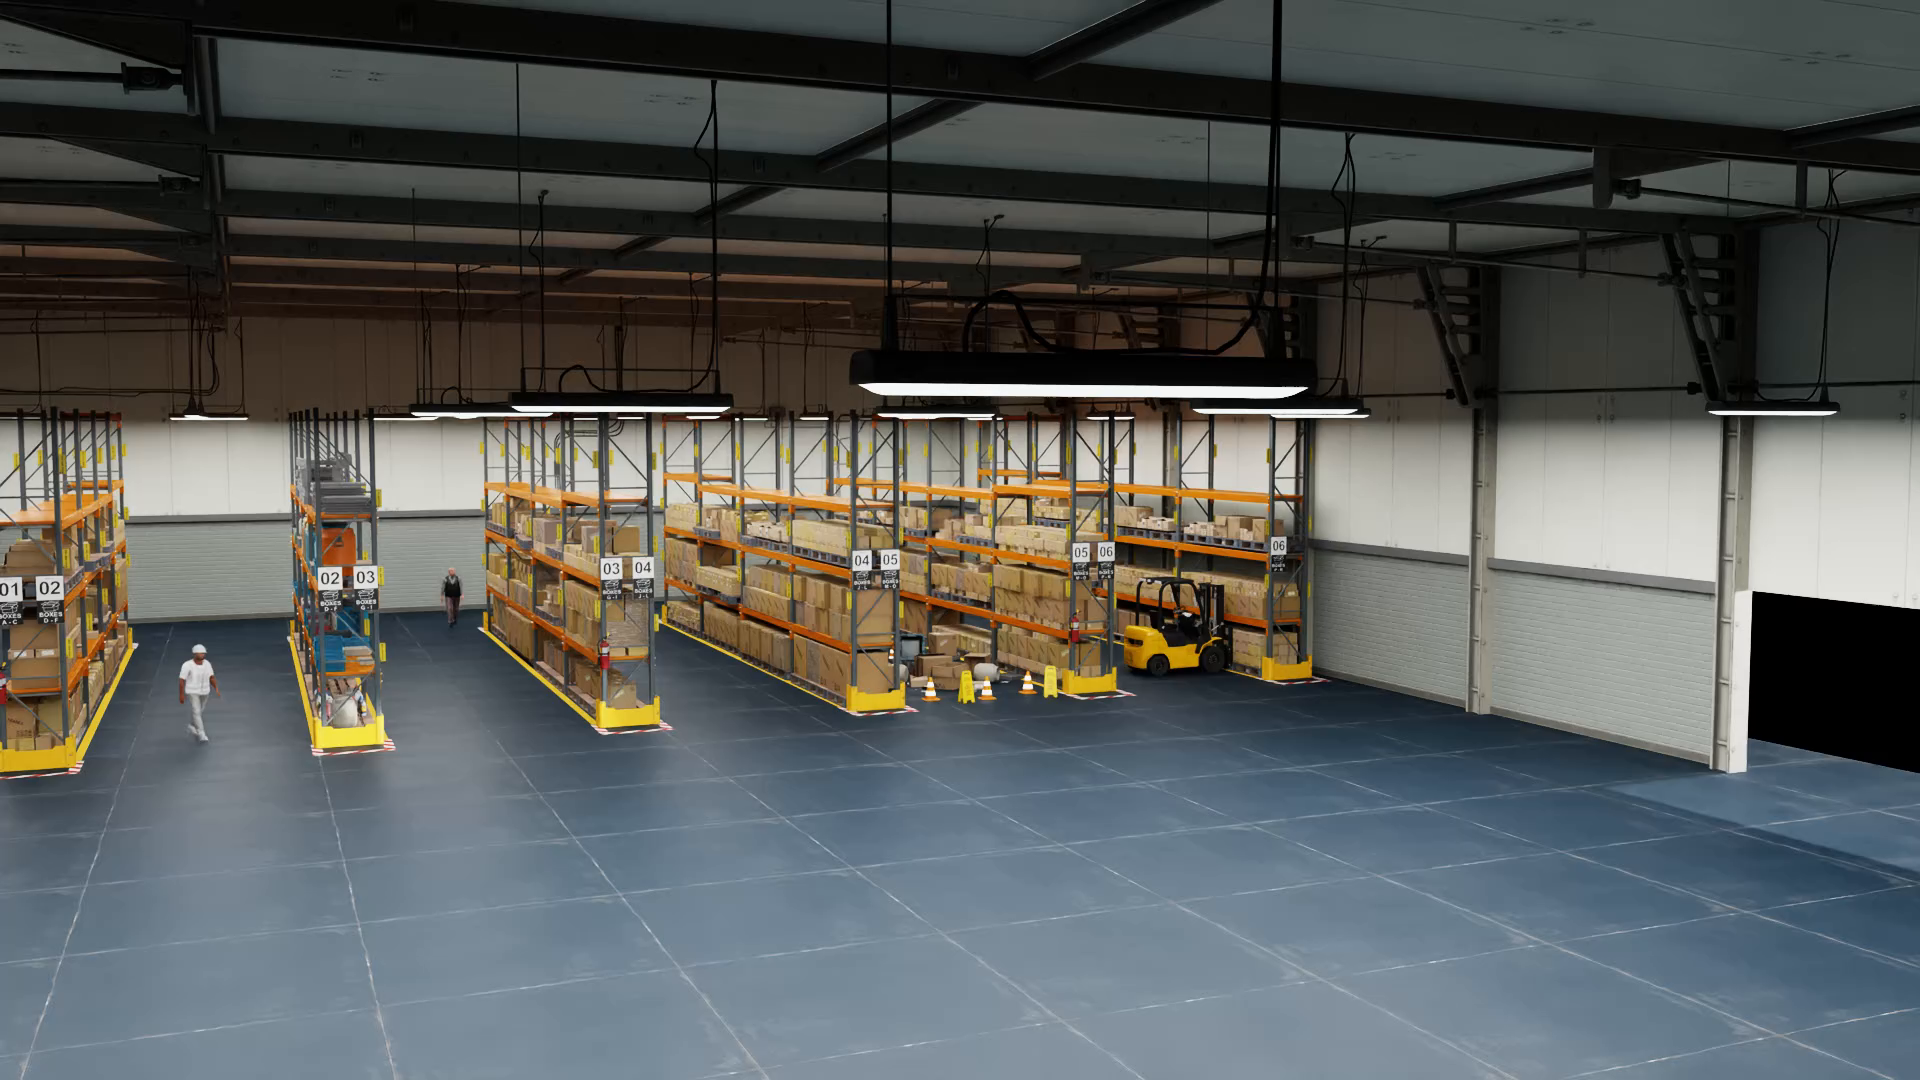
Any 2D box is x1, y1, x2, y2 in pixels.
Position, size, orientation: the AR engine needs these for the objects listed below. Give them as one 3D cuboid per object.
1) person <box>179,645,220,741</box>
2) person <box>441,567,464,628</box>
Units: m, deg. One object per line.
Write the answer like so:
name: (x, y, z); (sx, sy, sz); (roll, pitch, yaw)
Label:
person: (-13.749, 2.742, 30.042); (1.114, 1.696, 0.622); (3, 5, 37)
person: (-14.280, 1.602, 46.769); (0.623, 1.664, 1.074); (-1, 4, -20)
